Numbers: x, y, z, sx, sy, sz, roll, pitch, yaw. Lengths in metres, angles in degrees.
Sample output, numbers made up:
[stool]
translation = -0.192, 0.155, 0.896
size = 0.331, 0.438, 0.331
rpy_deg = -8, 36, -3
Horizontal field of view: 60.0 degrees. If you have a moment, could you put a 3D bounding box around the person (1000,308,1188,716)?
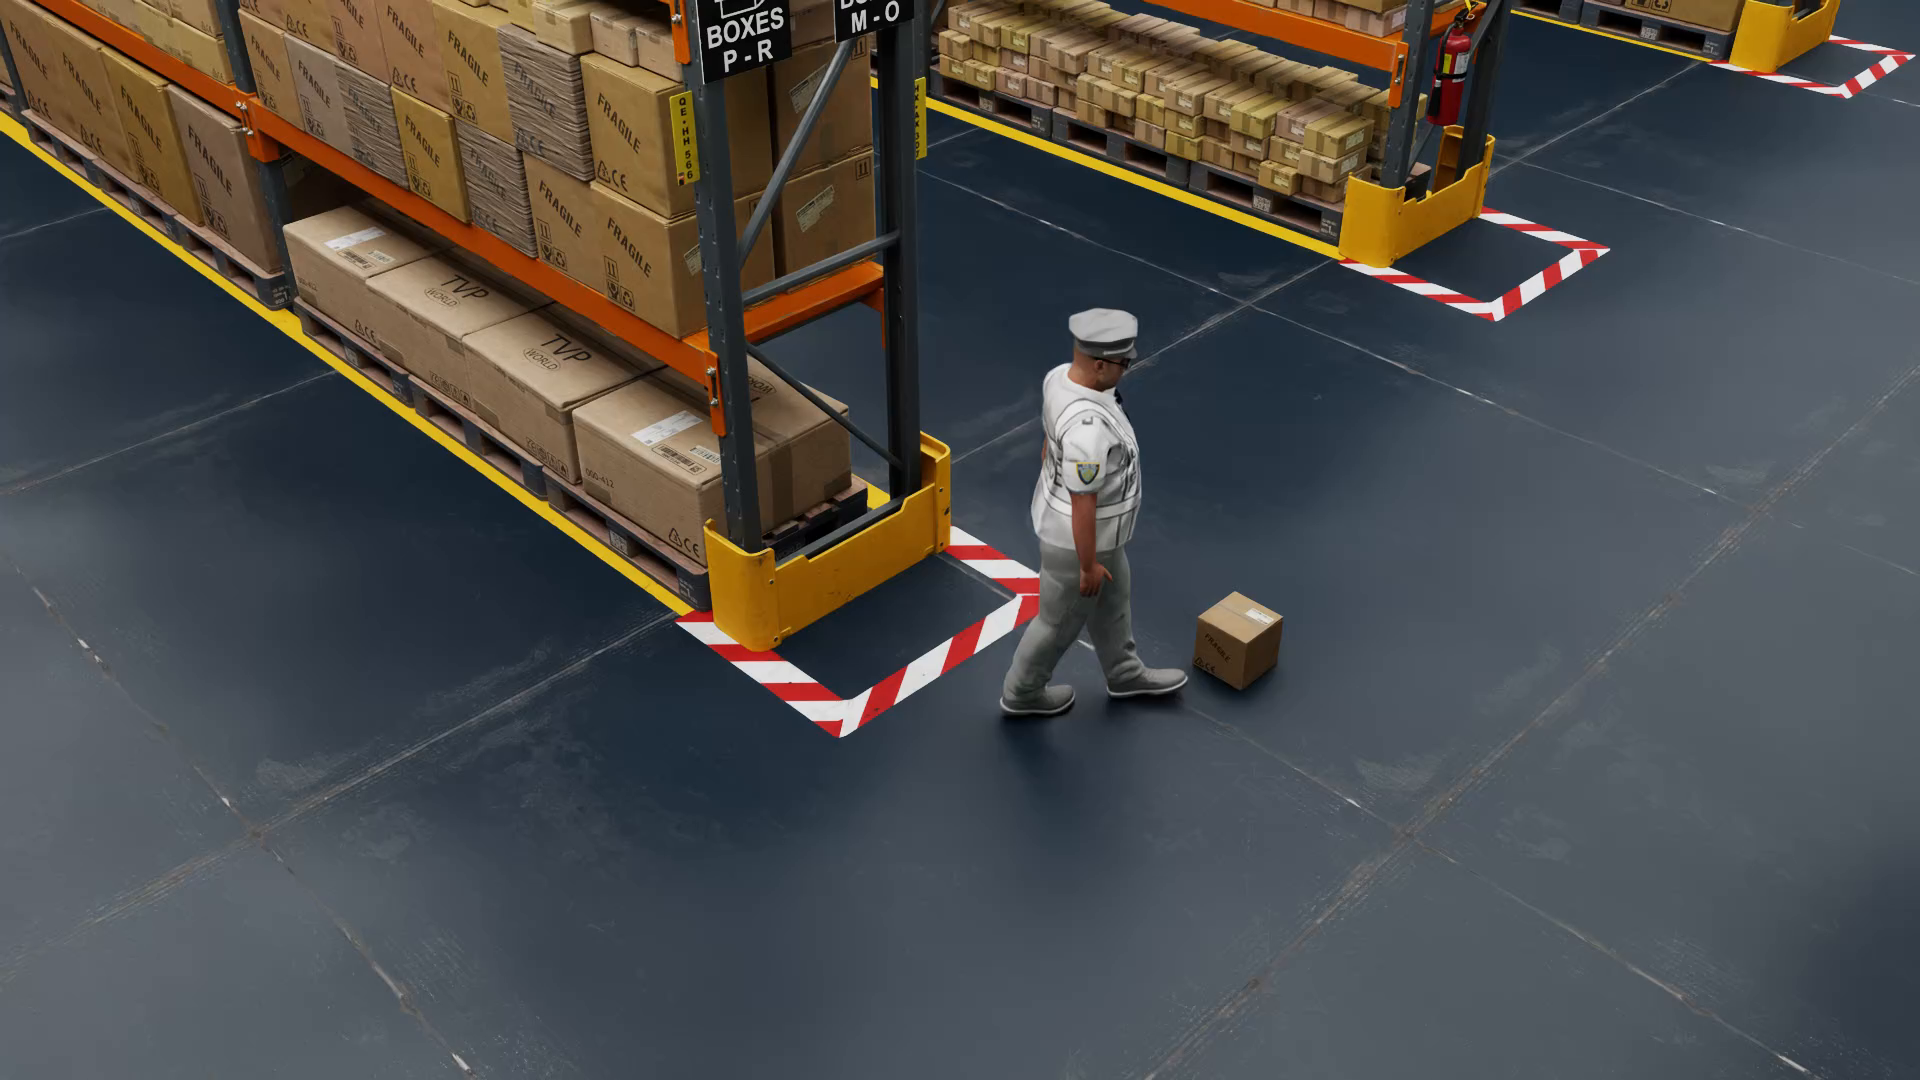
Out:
[person]
translation = 0.539, -0.055, 6.221
size = 0.767, 1.732, 0.550
rpy_deg = -1, 35, -2
